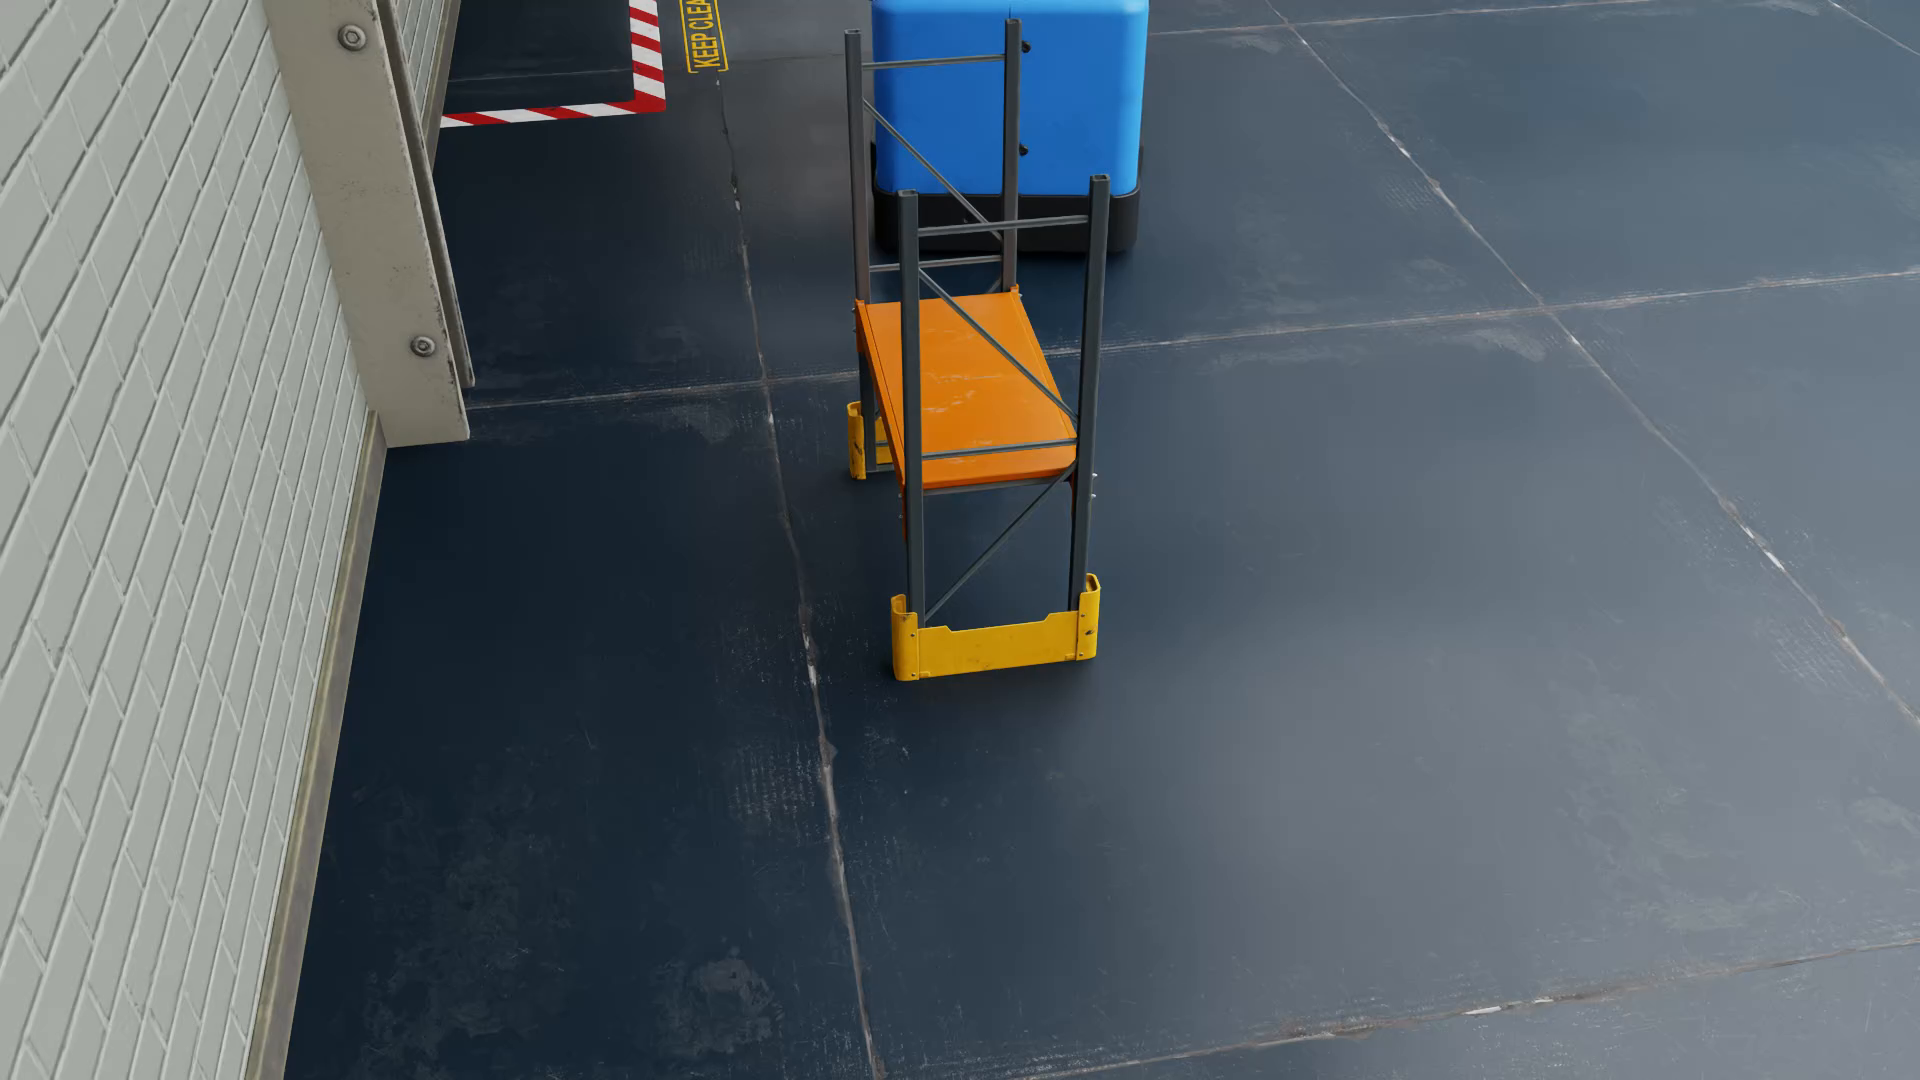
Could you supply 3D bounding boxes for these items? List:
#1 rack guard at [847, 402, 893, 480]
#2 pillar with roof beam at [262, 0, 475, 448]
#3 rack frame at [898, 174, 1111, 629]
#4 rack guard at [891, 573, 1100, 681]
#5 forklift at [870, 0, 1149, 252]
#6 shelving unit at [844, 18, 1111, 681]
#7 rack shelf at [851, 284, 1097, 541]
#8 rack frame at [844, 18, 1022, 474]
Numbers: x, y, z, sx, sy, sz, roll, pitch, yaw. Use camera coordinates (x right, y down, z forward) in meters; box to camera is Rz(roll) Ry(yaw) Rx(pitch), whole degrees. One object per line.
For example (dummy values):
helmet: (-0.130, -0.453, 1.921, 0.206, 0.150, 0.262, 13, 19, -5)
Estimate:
rack guard: (-0.074, -0.353, 5.501, 0.587, 0.250, 0.087, -6, 38, -8)
pillar with roof beam: (2.370, -4.463, 3.660, 9.100, 9.000, 0.400, -6, 38, -8)
rack frame: (0.104, -0.234, 4.328, 0.500, 1.500, 0.032, -6, 38, -8)
rack guard: (0.101, 0.248, 4.727, 0.587, 0.250, 0.087, -6, 38, -8)
forklift: (0.216, -3.177, 6.950, 1.130, 2.935, 3.031, 1, 38, 1)
shelving unit: (0.013, -0.546, 4.731, 0.587, 1.500, 1.083, -6, 38, -8)
rack shelf: (0.015, -0.399, 4.834, 0.538, 0.185, 1.000, -6, 38, -8)
rack frame: (-0.074, -0.848, 5.119, 0.500, 1.500, 0.032, -6, 38, -8)
